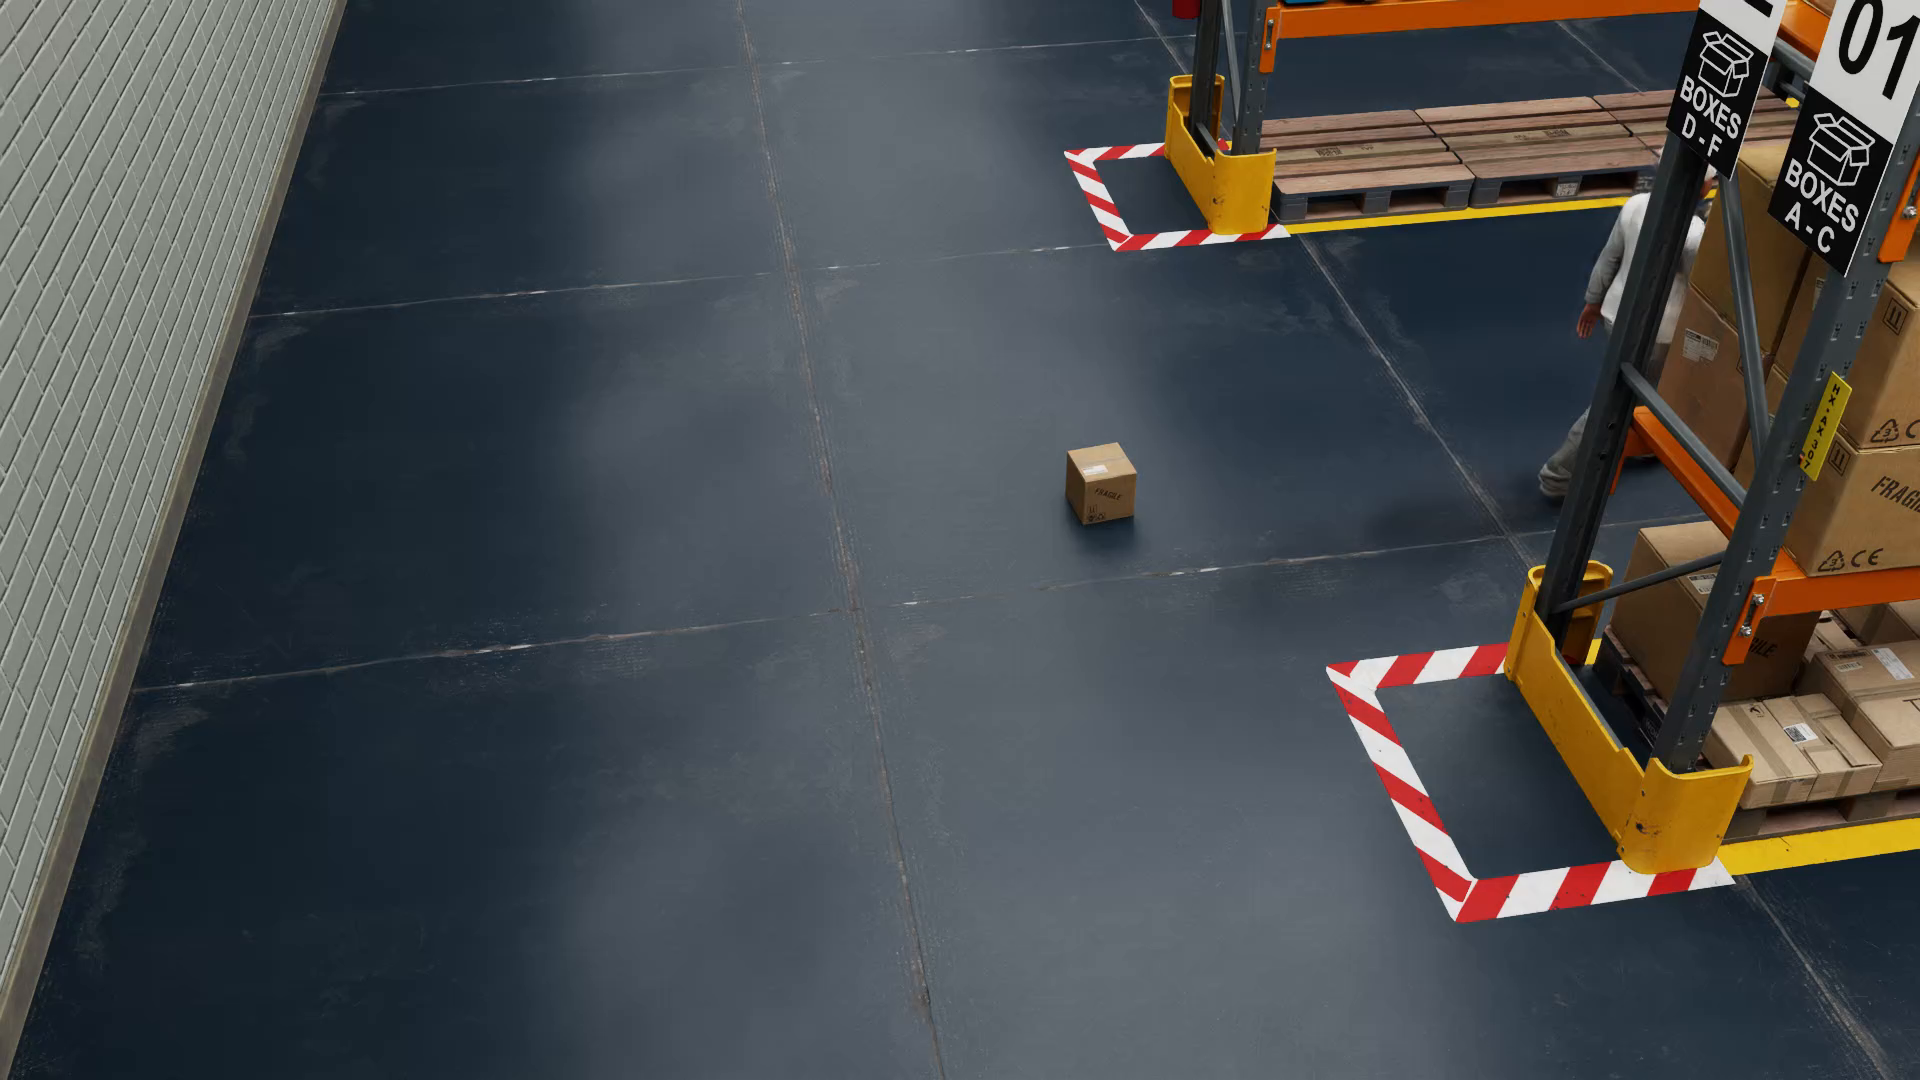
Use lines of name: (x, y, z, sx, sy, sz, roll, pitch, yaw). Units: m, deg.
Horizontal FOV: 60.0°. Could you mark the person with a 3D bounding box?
person: (3.131, -0.972, 7.337, 0.950, 1.730, 0.577, -11, 40, -14)
